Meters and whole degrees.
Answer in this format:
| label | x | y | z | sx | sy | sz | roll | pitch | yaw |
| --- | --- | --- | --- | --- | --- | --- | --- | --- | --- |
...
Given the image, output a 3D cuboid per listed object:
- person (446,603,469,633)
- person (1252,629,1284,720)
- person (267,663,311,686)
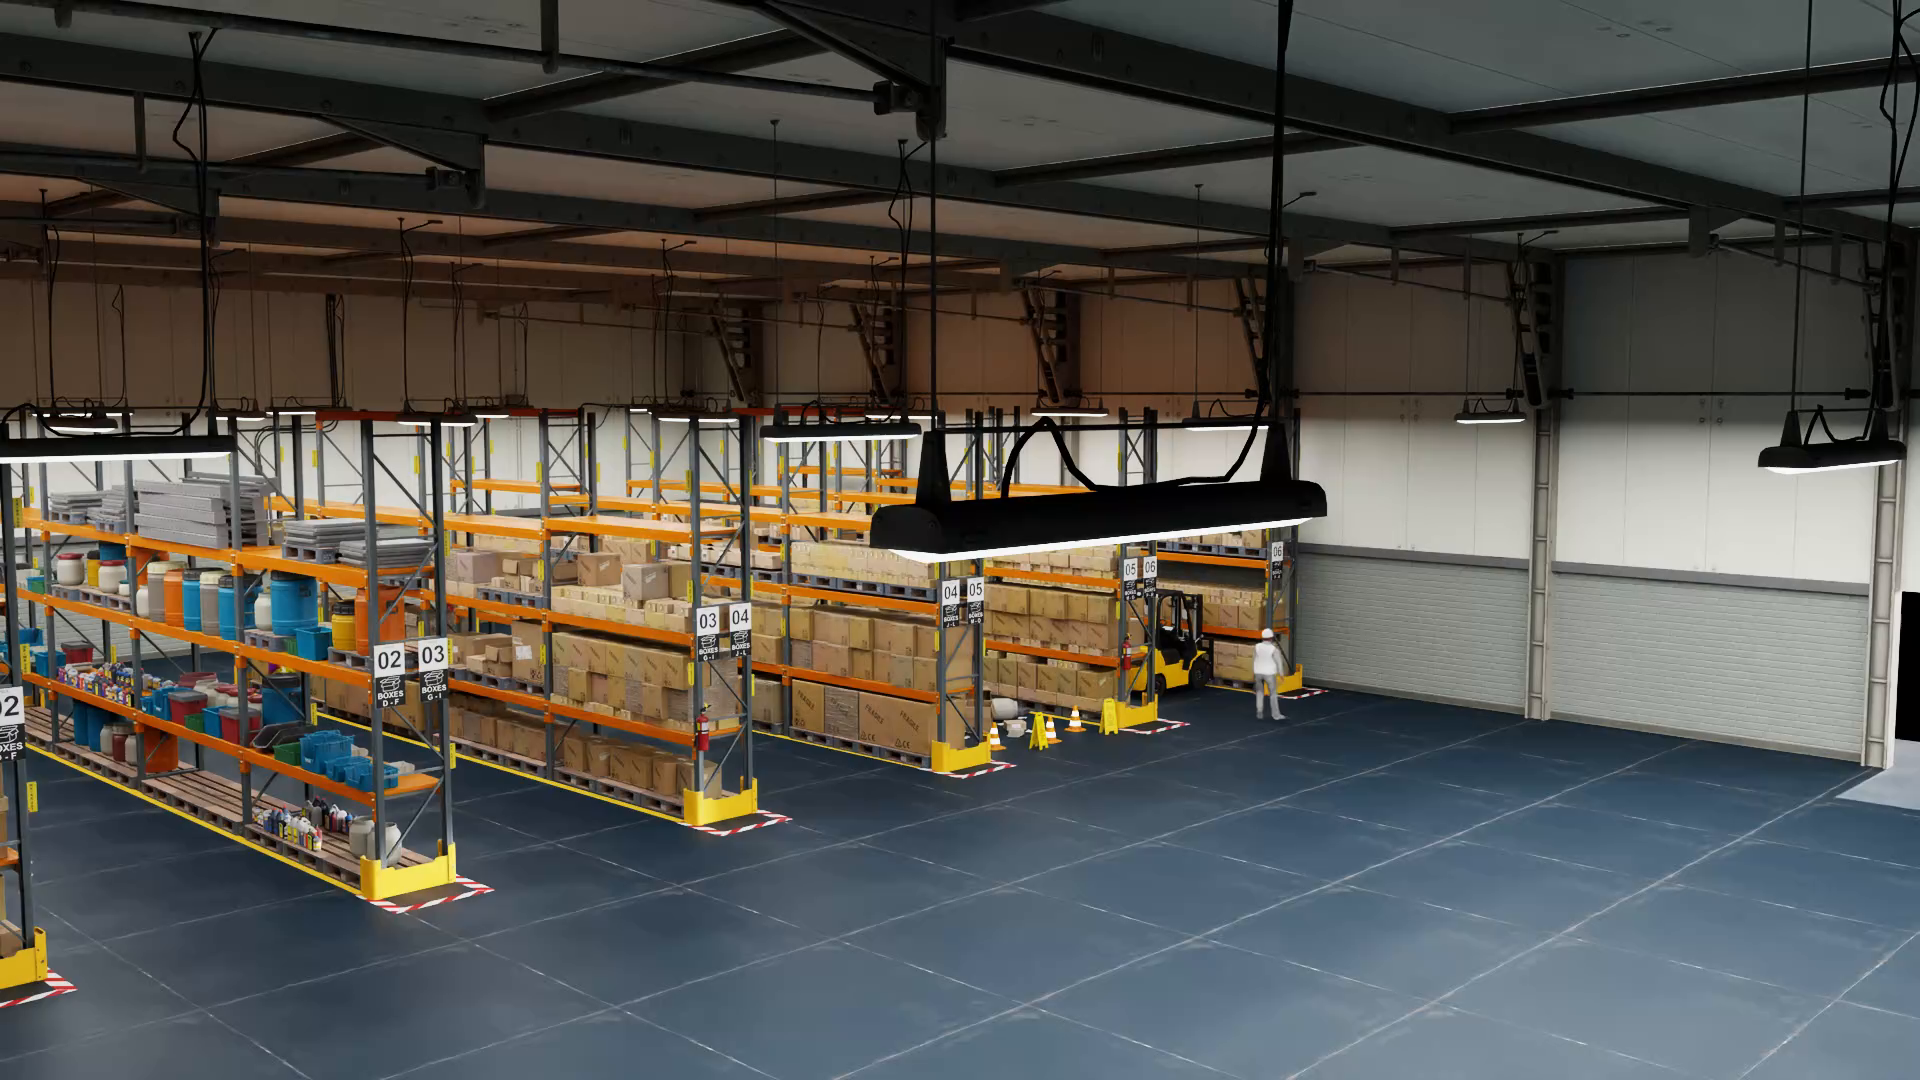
| label | x | y | z | sx | sy | sz | roll | pitch | yaw |
| --- | --- | --- | --- | --- | --- | --- | --- | --- | --- |
| person | -12.150 | 1.921 | 40.142 | 0.613 | 1.736 | 0.409 | -2 | 5 | -21 |
| person | 5.965 | 2.592 | 32.174 | 0.620 | 1.772 | 0.563 | 4 | 6 | 36 |
| person | -12.561 | 2.690 | 31.134 | 0.734 | 1.694 | 1.086 | -4 | 6 | -38 |
